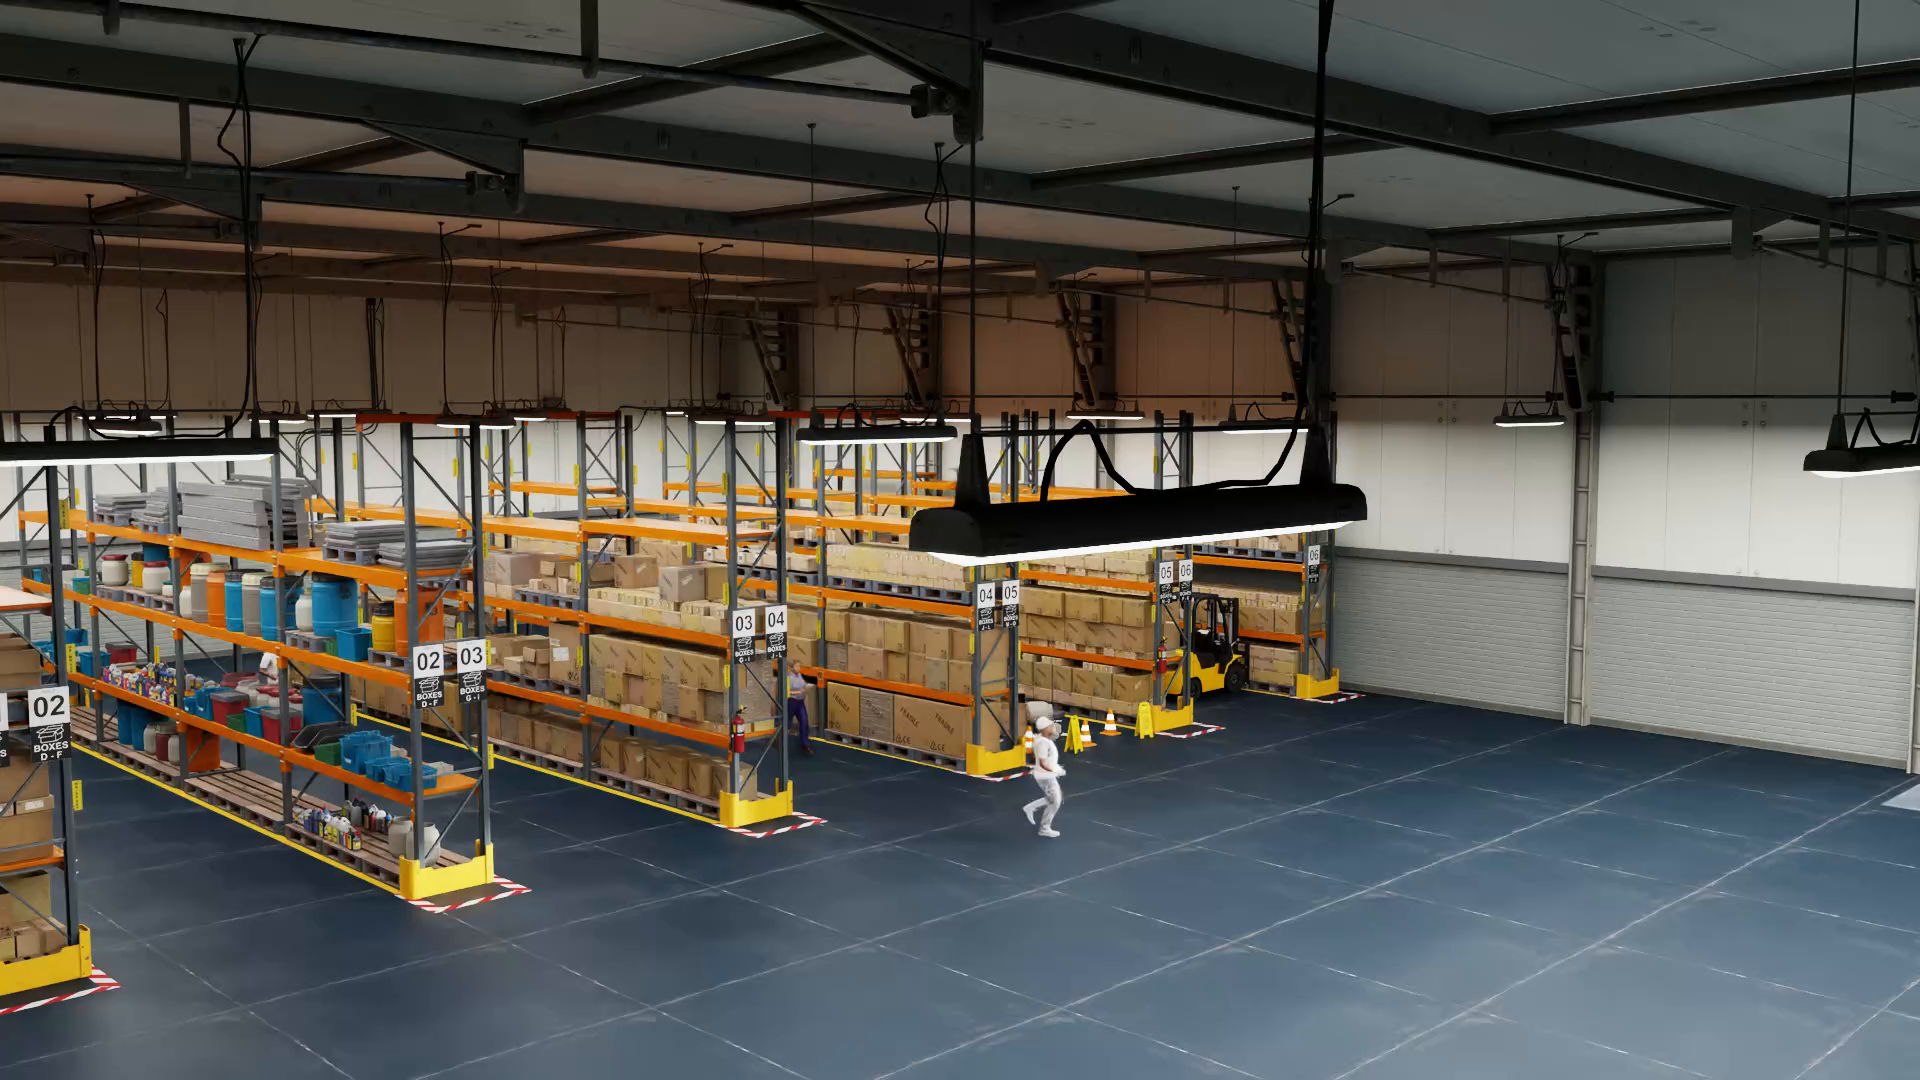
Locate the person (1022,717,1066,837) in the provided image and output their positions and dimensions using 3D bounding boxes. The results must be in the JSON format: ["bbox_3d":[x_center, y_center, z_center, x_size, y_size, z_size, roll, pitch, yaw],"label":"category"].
[{"bbox_3d":[1.208,3.397,23.891,0.603,1.737,0.685,0,5,-3],"label":"person"}]

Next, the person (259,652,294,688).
[{"bbox_3d":[-13.049,2.723,31.788,0.824,1.765,0.708,4,6,36],"label":"person"}]

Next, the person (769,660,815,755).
[{"bbox_3d":[-2.965,2.942,29.401,0.933,1.639,0.598,3,6,34],"label":"person"}]
